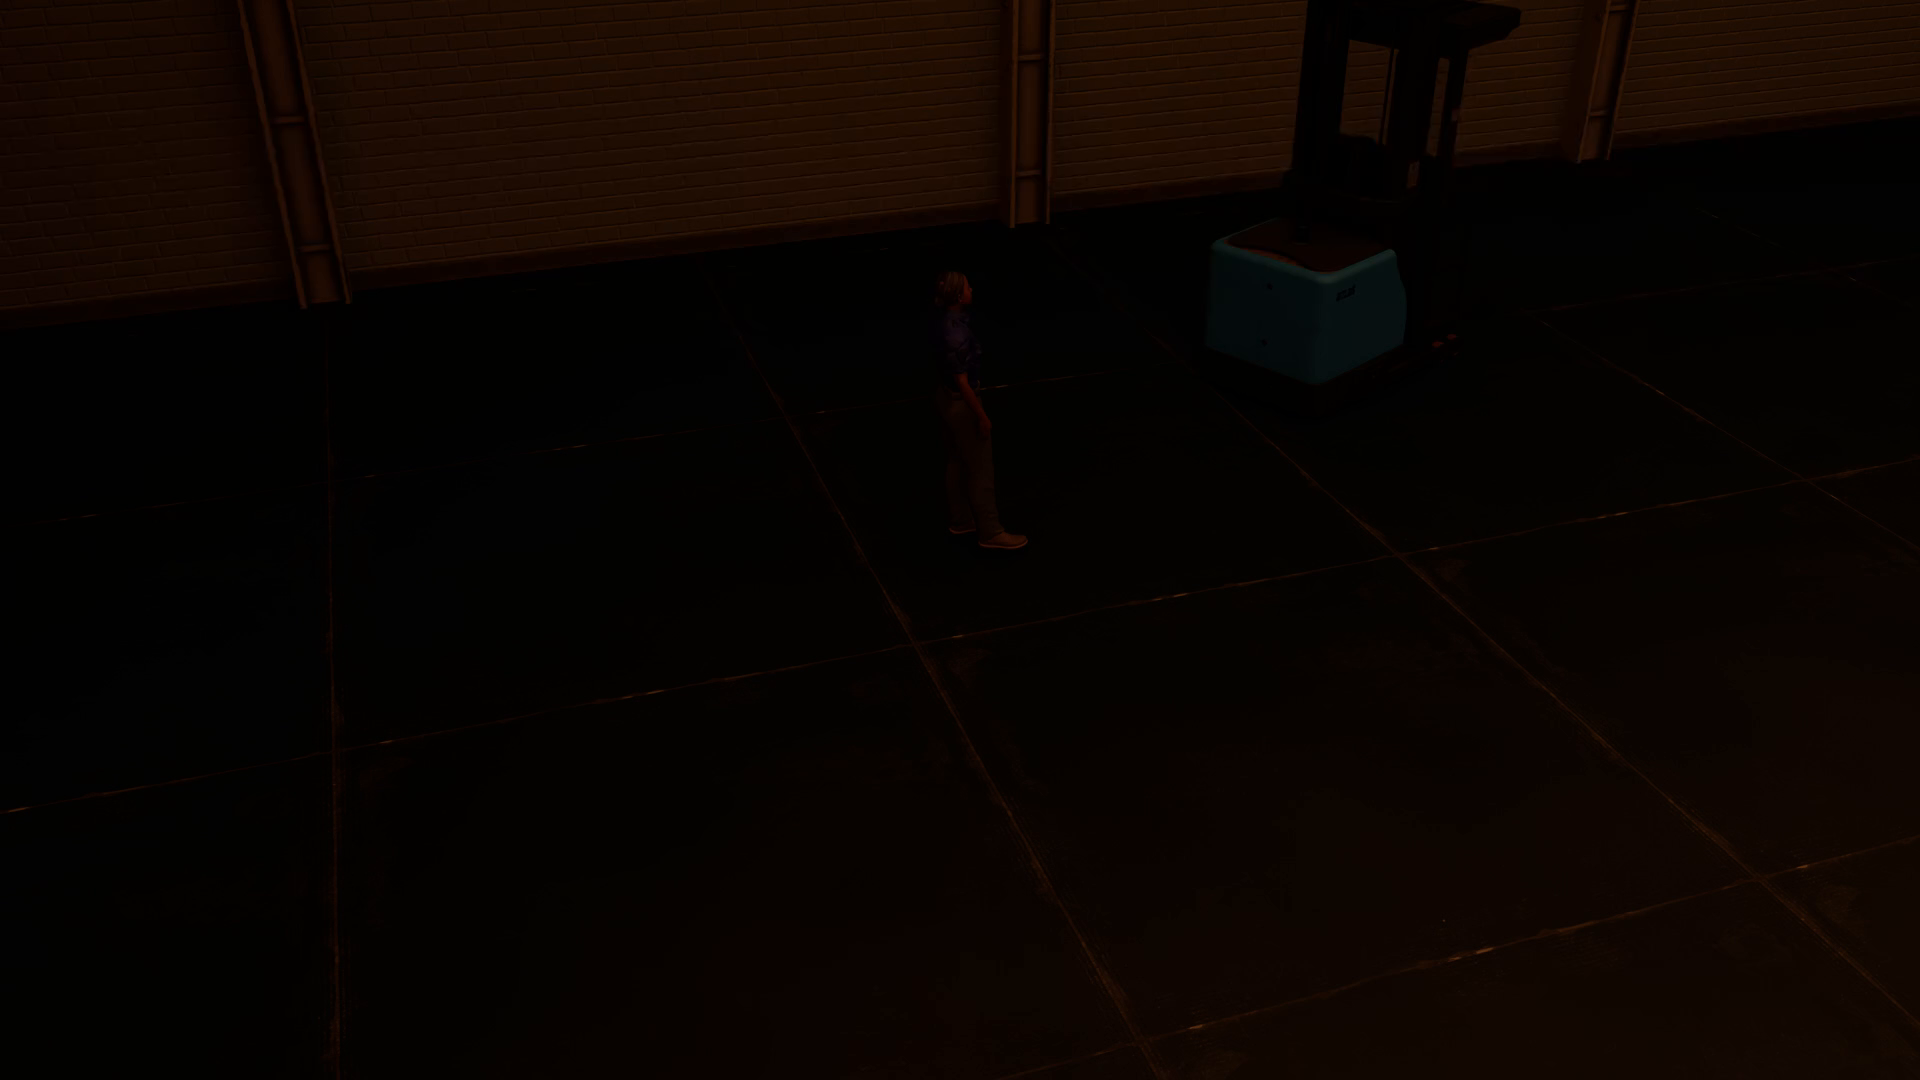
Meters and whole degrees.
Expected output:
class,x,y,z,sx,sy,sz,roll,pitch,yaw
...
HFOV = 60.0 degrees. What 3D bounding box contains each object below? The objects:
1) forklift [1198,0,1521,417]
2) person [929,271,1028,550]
class,x,y,z,sx,sy,sz,roll,pitch,yaw
forklift,3.118,-2.738,11.845,3.031,2.935,1.130,-26,39,-37
person,0.090,-0.763,9.597,0.503,1.656,0.569,-10,31,-16
